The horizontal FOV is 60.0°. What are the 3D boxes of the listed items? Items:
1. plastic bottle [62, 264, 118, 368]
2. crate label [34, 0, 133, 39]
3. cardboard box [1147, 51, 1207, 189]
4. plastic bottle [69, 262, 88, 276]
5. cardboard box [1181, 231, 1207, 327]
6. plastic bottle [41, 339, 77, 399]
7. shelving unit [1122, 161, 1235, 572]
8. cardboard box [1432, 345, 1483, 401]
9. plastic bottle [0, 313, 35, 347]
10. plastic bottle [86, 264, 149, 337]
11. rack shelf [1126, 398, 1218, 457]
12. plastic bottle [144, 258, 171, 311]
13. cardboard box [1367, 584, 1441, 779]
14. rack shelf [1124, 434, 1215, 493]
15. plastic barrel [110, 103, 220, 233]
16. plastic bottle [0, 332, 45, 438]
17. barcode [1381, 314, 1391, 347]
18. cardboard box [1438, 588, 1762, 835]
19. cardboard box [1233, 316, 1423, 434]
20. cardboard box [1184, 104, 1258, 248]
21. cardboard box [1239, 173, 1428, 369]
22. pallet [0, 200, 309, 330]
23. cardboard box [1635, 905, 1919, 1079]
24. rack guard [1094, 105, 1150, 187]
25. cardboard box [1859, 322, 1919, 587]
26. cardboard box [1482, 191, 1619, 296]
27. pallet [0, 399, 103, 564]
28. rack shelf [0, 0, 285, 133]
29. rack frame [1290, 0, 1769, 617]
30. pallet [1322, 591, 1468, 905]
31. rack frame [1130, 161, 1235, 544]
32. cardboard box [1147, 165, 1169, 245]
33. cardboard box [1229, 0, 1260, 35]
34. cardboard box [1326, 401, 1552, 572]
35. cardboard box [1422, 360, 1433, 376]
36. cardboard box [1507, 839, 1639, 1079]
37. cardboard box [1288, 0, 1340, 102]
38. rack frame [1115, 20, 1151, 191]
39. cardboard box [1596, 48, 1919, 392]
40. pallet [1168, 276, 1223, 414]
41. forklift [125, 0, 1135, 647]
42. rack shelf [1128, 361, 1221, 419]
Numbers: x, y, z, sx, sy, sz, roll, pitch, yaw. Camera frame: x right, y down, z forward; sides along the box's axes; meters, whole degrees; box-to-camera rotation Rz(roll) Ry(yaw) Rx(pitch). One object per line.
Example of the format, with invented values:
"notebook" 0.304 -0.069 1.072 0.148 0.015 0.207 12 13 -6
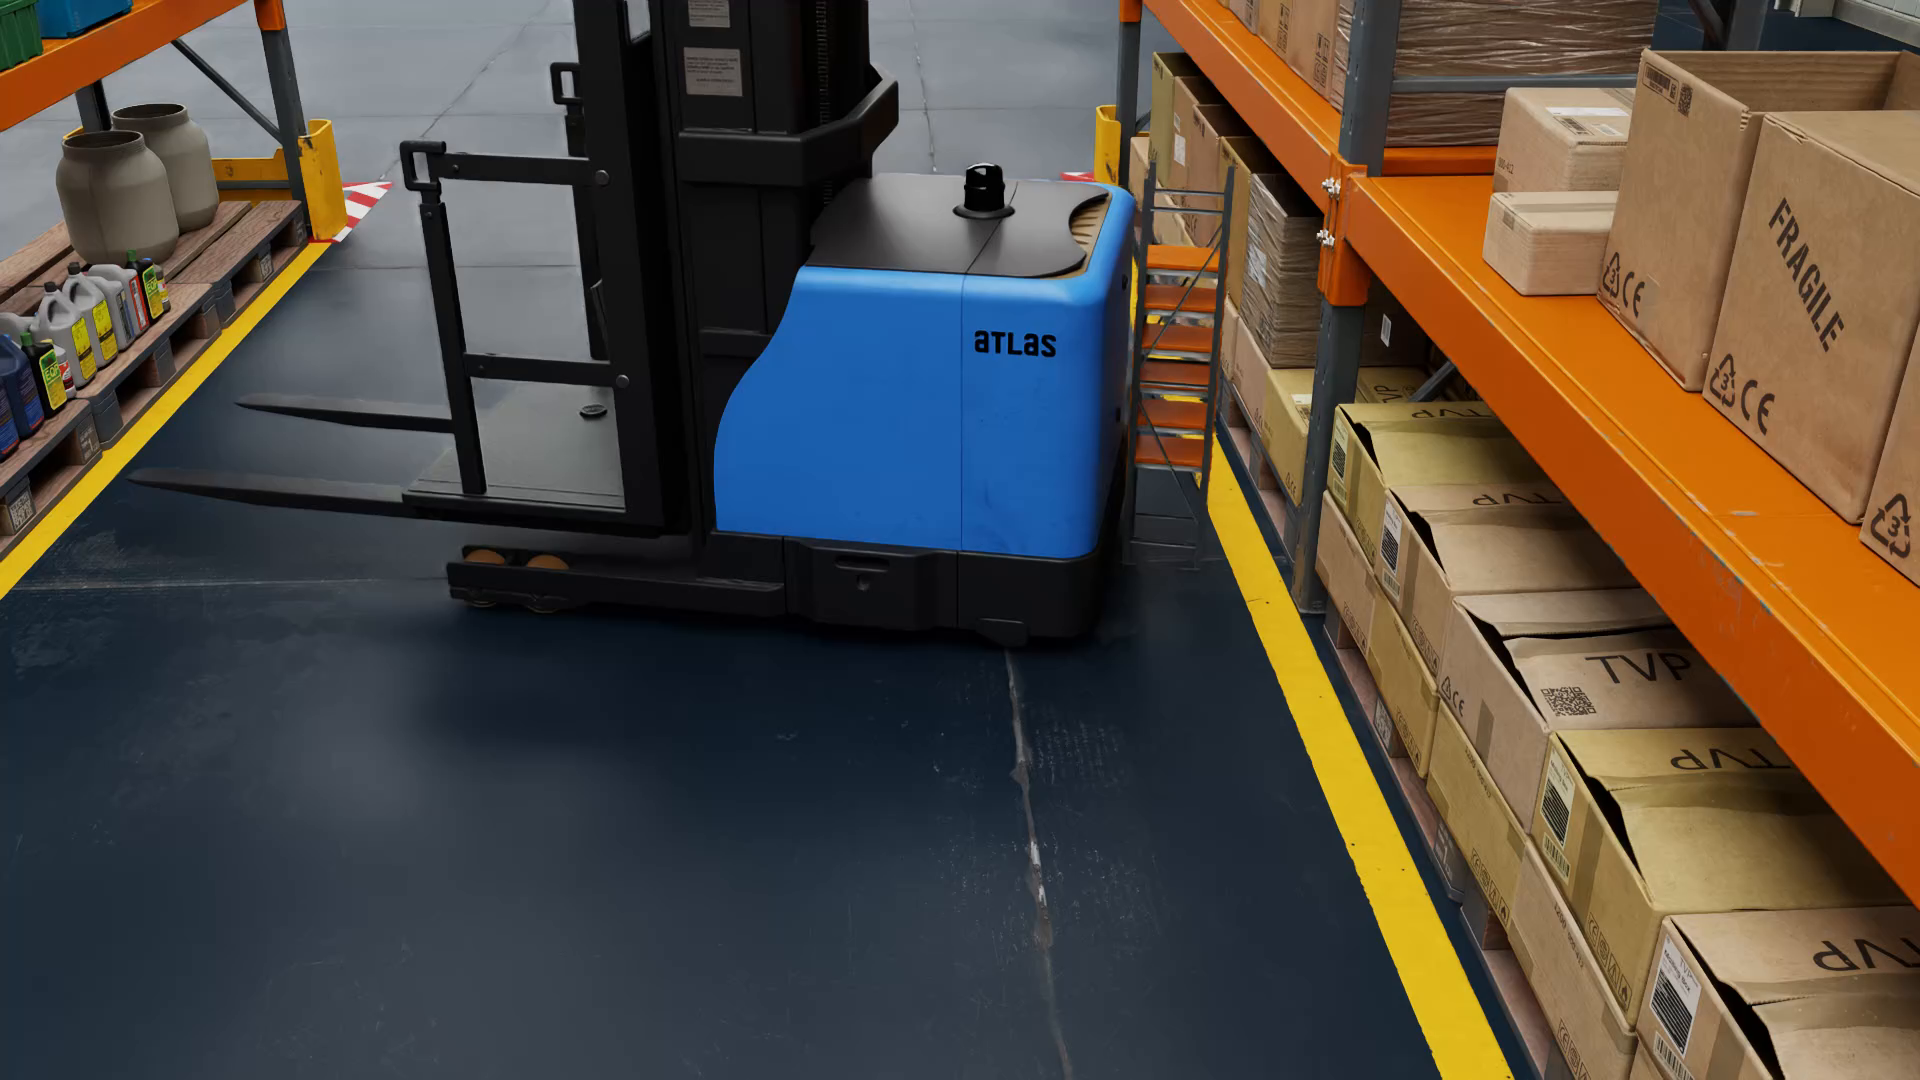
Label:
"plastic bottle" -3.134 -0.802 5.933 0.144 0.351 0.185 0 28 -1
"crate label" -3.307 -2.049 5.896 0.502 0.435 0.616 -1 28 -3
"cardboard box" 1.107 -1.810 7.185 0.500 0.500 0.500 -1 28 -3
"plastic bottle" -3.260 -0.910 6.212 0.061 0.283 0.133 -1 28 -3
"cardboard box" 1.156 -1.016 6.473 0.500 0.250 0.500 -1 28 -3
"plastic bottle" -3.094 -0.585 5.678 0.097 0.201 0.097 0 28 0
"shelving unit" 0.634 -0.488 4.885 0.258 1.200 0.189 5 28 9
"cardboard box" 1.771 -0.668 4.996 0.500 0.500 0.500 -1 28 -3
"plastic bottle" -3.271 -0.668 5.756 0.152 0.276 0.135 -1 28 -3
"plastic bottle" -3.154 -0.909 6.220 0.152 0.276 0.135 -1 28 -2
"rack shelf" 0.633 -0.342 4.962 0.258 0.103 0.180 5 28 9
"plastic bottle" -3.140 -0.993 6.461 0.097 0.201 0.097 0 28 0
"cardboard box" 1.281 0.314 3.923 0.500 0.250 0.500 -1 28 -1
"rack shelf" 0.632 -0.236 5.017 0.258 0.103 0.180 5 28 9
"plastic barrel" -3.563 -1.658 7.421 0.421 0.512 0.421 0 28 0
"plastic bottle" -3.102 -0.520 5.392 0.144 0.351 0.185 -3 28 -5
"barcode" 1.080 -0.532 4.215 0.001 0.075 0.075 -1 28 -3
"cardboard box" 1.304 0.304 3.336 0.500 0.311 0.500 -2 28 -4
"cardboard box" 1.223 -0.554 5.588 0.500 0.250 0.500 -1 28 -3
"cardboard box" 1.155 -1.348 6.300 0.500 0.500 0.500 -1 28 -3
"cardboard box" 1.225 -0.887 5.415 0.500 0.500 0.500 -1 28 -3
"pallet" -3.585 -1.231 7.382 1.003 0.211 1.213 -1 28 -3
"cardboard box" 1.361 0.775 2.433 0.500 0.311 0.500 -2 28 -3
"rack guard" 1.272 -1.897 8.347 1.175 0.500 0.348 -1 28 -3
"cardboard box" 1.587 -0.119 2.126 0.500 0.500 0.500 -3 28 -5
"cardboard box" 1.324 -0.622 3.470 0.380 0.149 0.250 -1 28 -3
"pallet" -3.458 -0.104 5.221 1.003 0.211 1.213 -1 28 -3
"rack shelf" -3.569 -1.634 5.917 1.077 0.370 4.000 -1 28 -3
"rack frame" 1.482 -1.147 4.206 1.000 3.000 0.127 -1 28 -3
"pallet" 1.560 0.428 4.200 1.003 0.211 1.213 -1 28 -3
"rack frame" 0.651 -0.529 4.965 0.240 1.200 0.006 5 28 9
"cardboard box" 1.109 -1.478 7.359 0.500 0.250 0.500 -1 28 -3
"cardboard box" 1.369 -2.108 5.940 0.700 0.500 0.500 -1 28 -1
"cardboard box" 1.255 -0.166 4.238 0.500 0.311 0.500 -1 28 -2
"cardboard box" 1.740 -0.567 5.612 0.500 0.250 0.500 -1 28 -3
"cardboard box" 1.337 0.788 3.014 0.500 0.250 0.500 -1 28 -2
"cardboard box" 1.419 -1.640 5.042 0.700 0.500 0.500 -2 28 -3
"rack frame" 1.273 -2.994 7.748 1.000 3.000 0.127 -1 28 -3
"cardboard box" 1.534 -0.593 3.036 0.500 0.500 0.500 1 28 1
"pallet" 1.416 -0.844 6.640 1.003 0.211 1.213 -1 28 -3
"forklift" -1.032 -1.320 4.611 3.031 2.935 1.130 5 28 9
"rack shelf" 0.634 -0.448 4.906 0.258 0.103 0.180 5 28 9
